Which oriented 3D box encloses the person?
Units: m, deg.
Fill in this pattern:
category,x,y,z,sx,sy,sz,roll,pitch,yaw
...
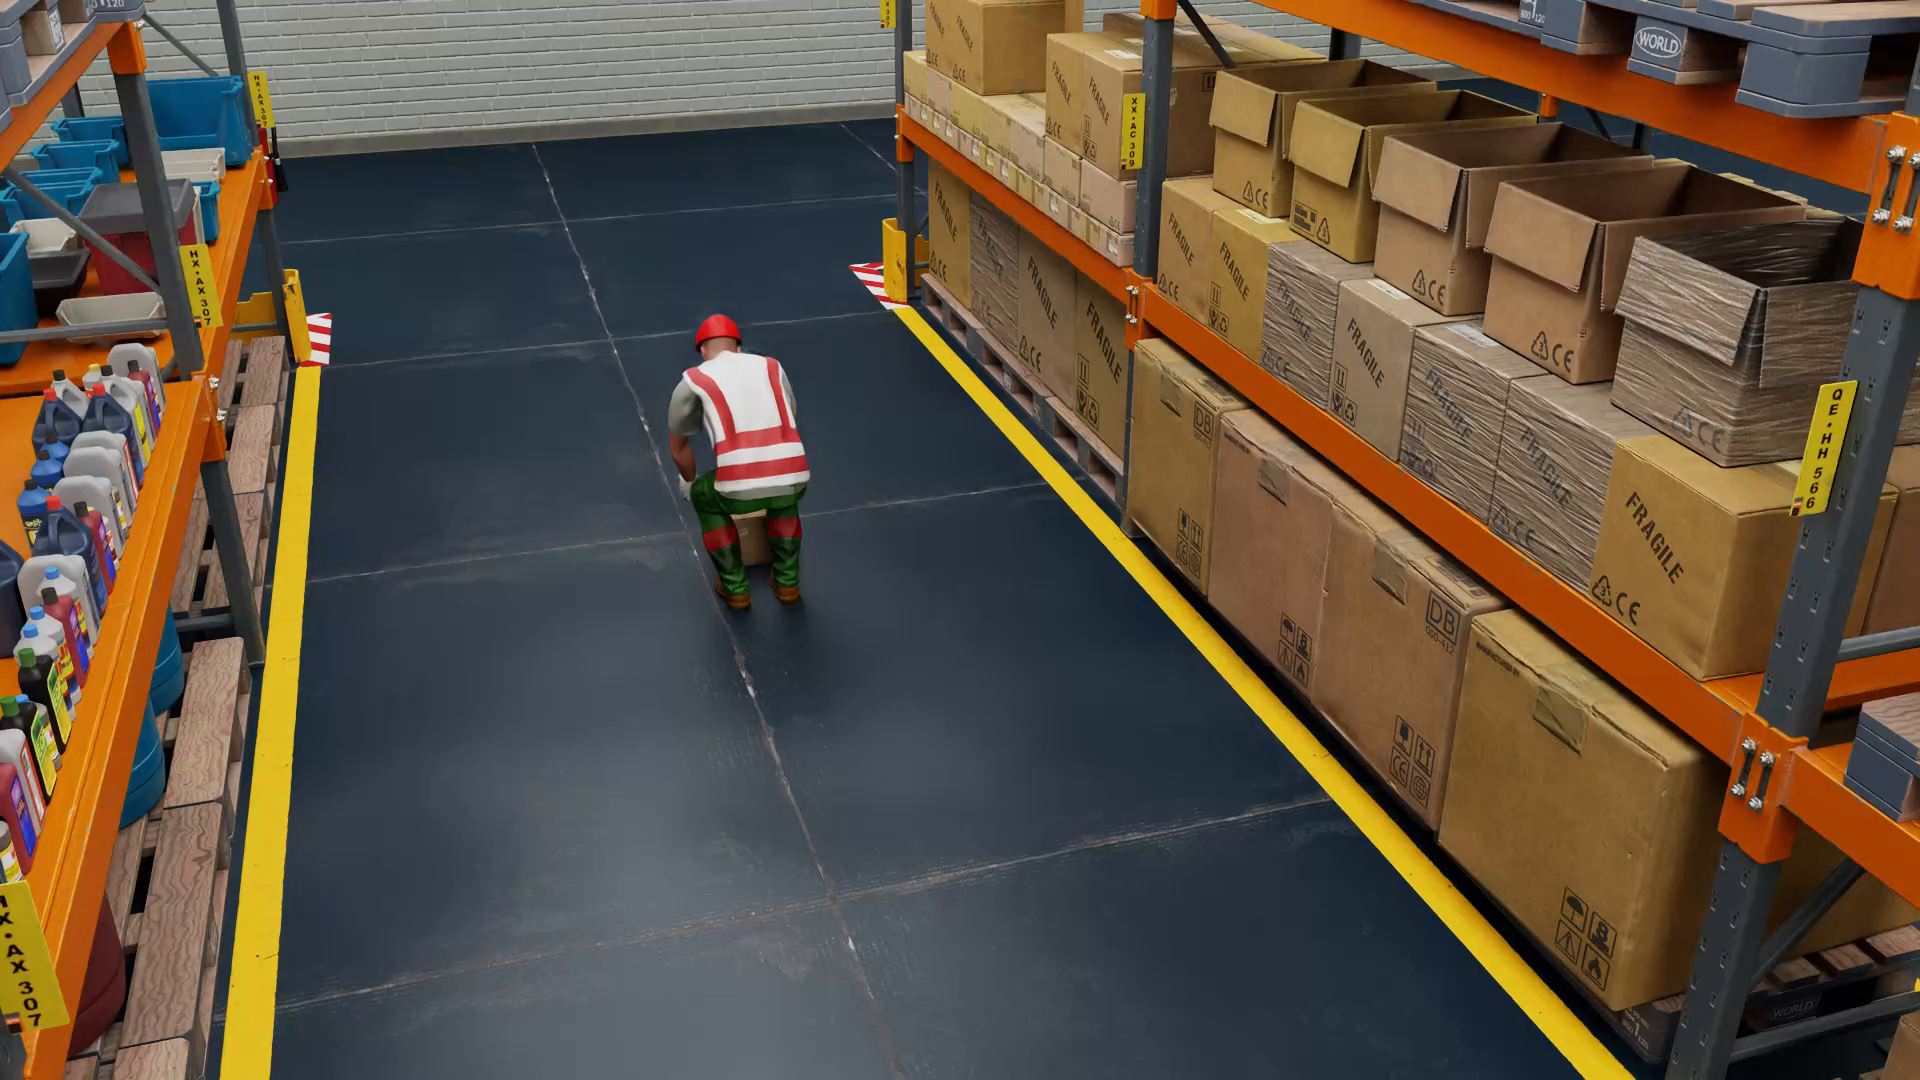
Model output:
category,x,y,z,sx,sy,sz,roll,pitch,yaw
person,-0.977,-0.323,7.383,0.582,1.230,0.837,-8,27,-16
